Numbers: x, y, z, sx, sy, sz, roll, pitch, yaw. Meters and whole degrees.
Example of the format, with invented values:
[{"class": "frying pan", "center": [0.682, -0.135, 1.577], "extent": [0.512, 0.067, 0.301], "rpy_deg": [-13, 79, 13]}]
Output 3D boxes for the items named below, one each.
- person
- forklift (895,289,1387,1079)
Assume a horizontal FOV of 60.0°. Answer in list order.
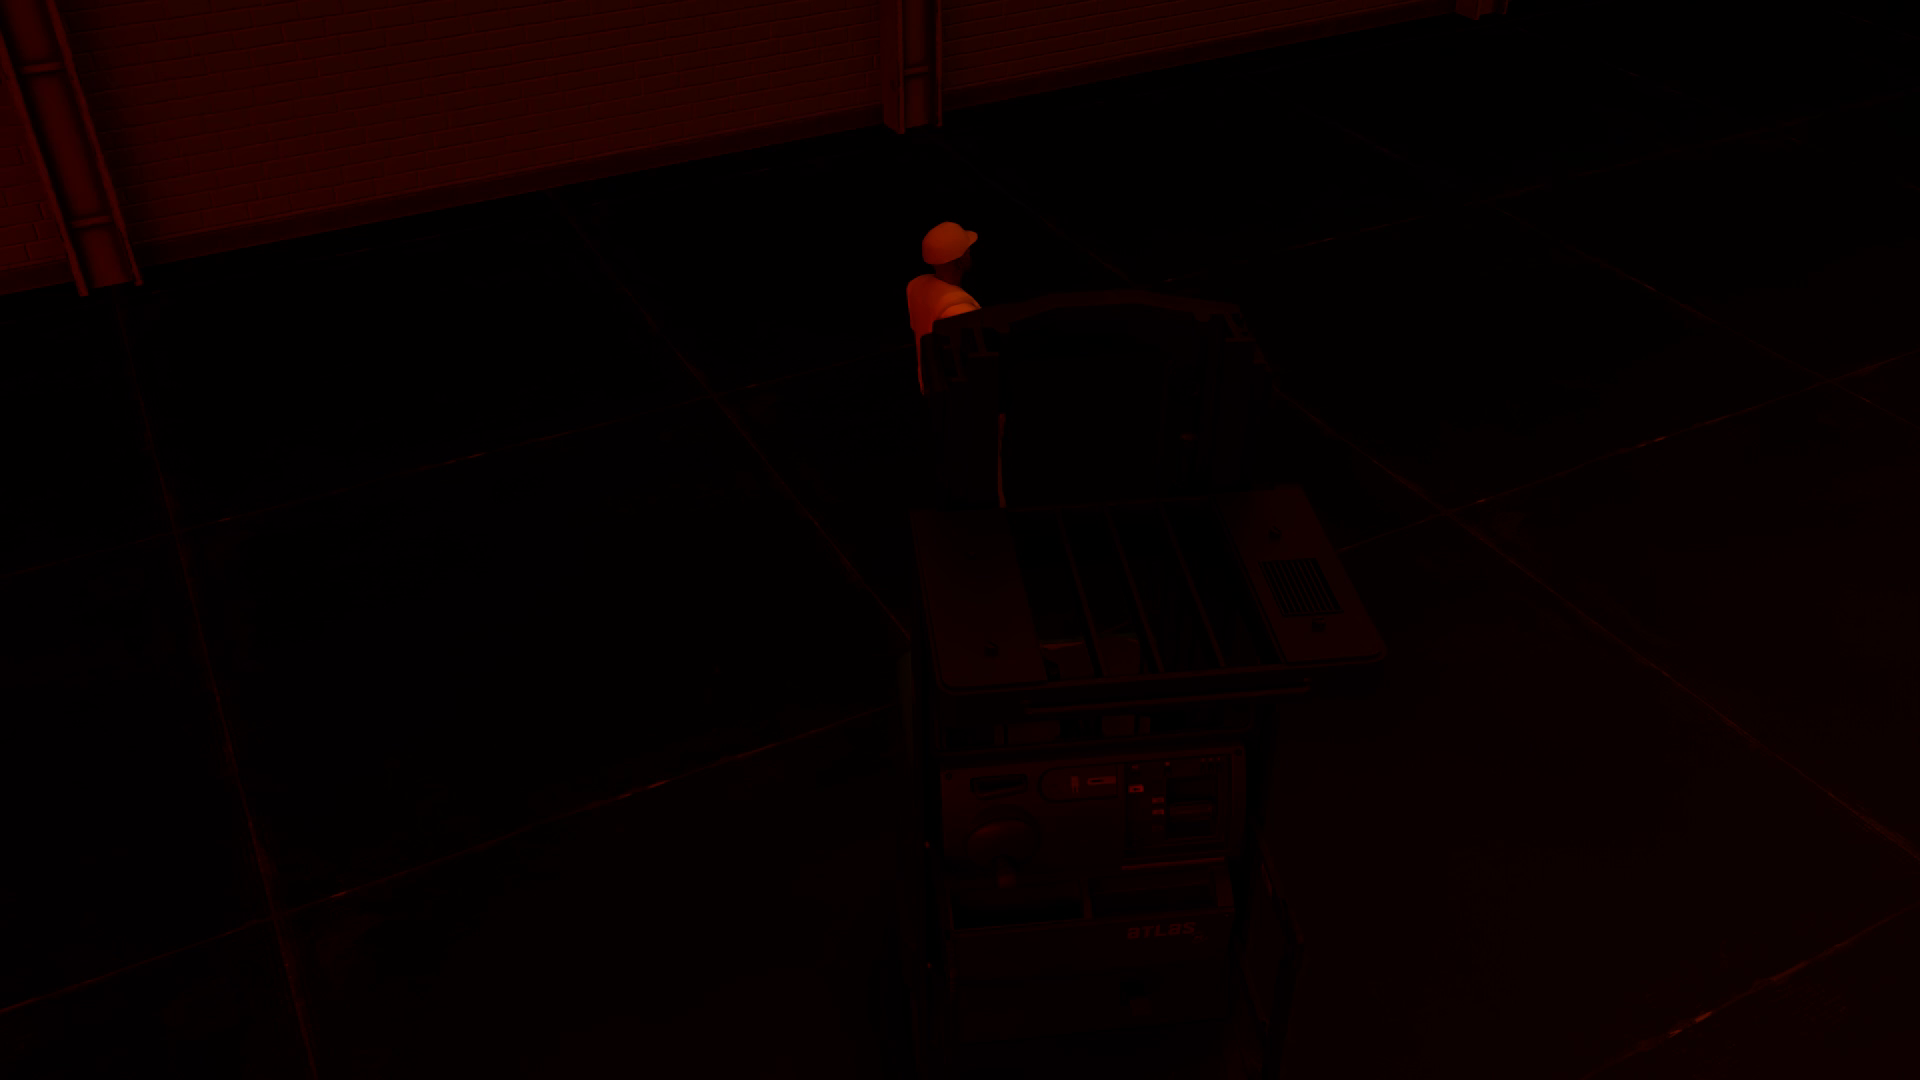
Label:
[{"class": "person", "center": [0.065, -0.743, 8.171], "extent": [0.575, 1.768, 0.665], "rpy_deg": [-17, 39, -23]}, {"class": "forklift", "center": [0.434, 0.894, 4.858], "extent": [1.130, 2.935, 3.031], "rpy_deg": [-4, 35, -6]}]
